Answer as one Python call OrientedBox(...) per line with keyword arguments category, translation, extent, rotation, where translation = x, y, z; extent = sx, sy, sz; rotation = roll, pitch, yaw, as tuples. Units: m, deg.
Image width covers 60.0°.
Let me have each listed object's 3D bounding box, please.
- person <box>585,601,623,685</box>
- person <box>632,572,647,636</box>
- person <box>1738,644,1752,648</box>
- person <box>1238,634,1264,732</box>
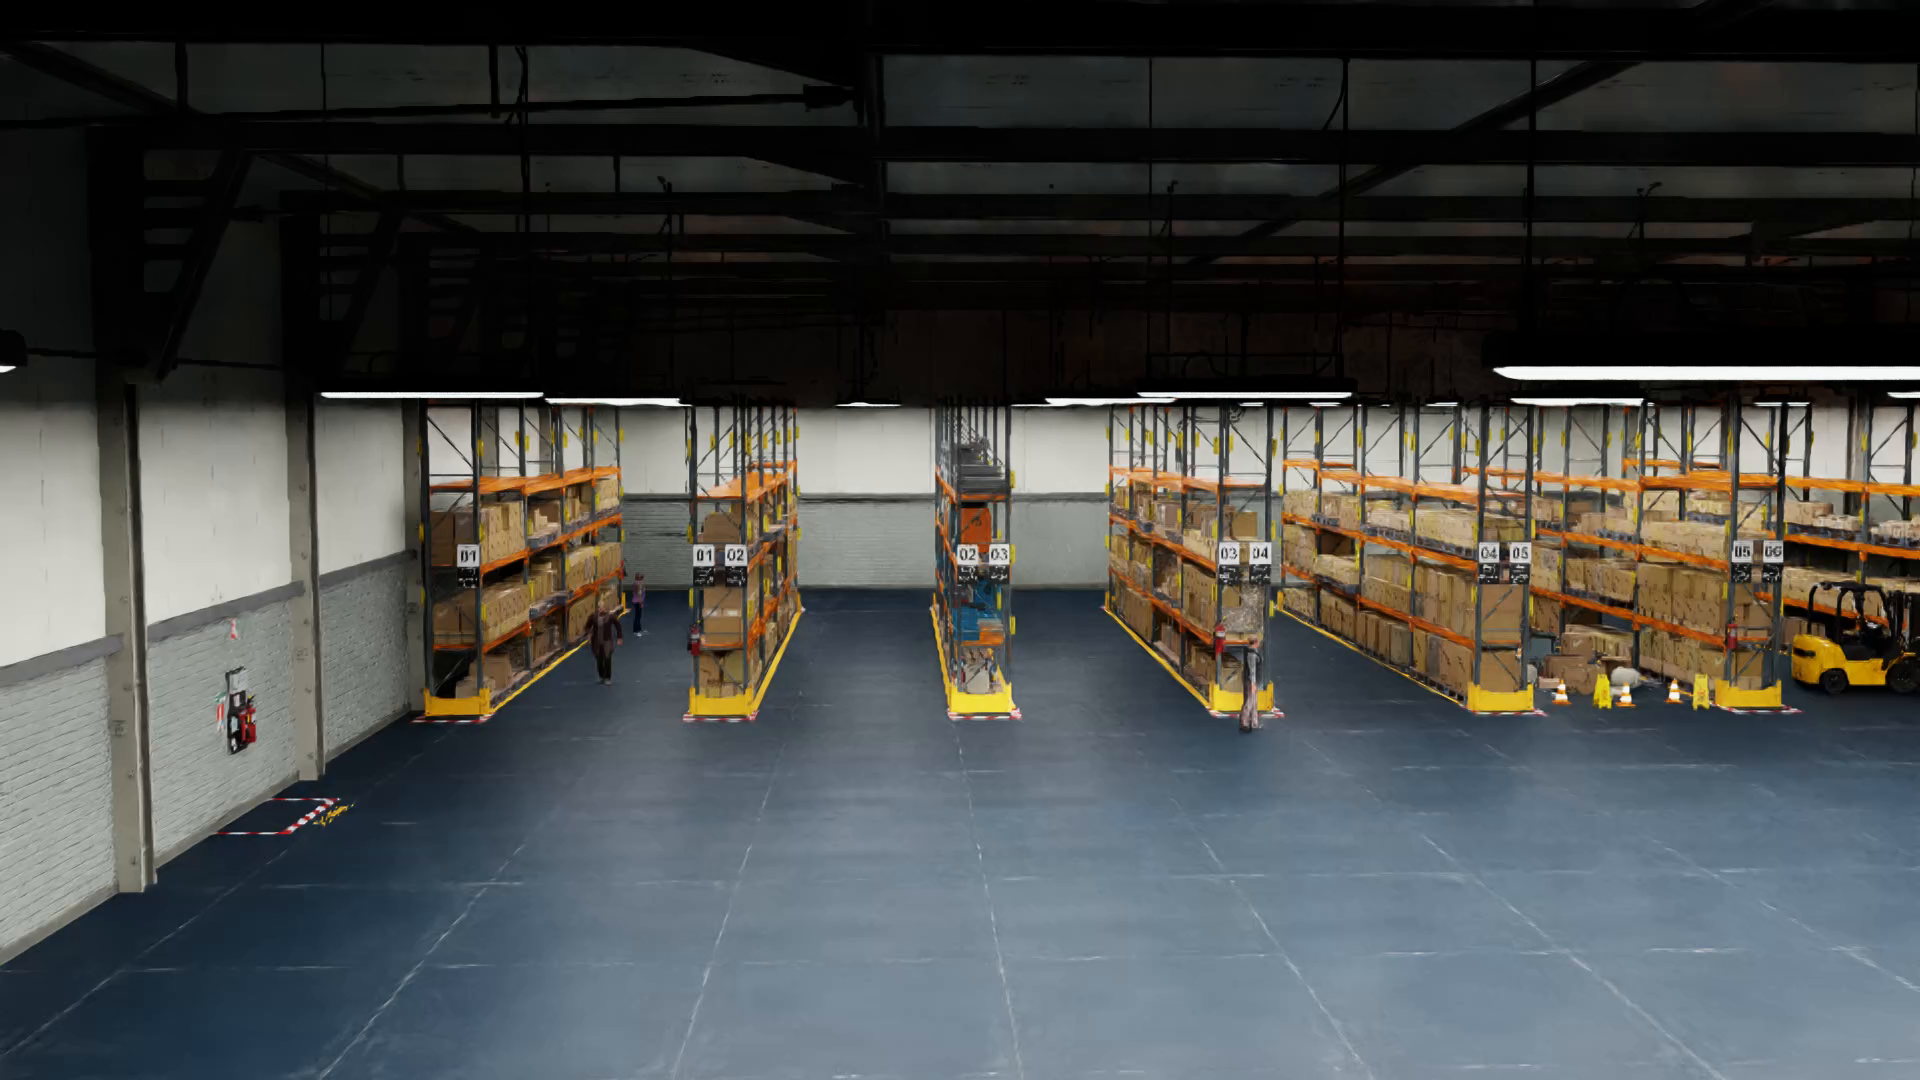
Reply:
OrientedBox(category="person", translation=(-7.446, 2.133, 34.700), extent=(0.748, 1.728, 0.741), rotation=(0, 4, 2))
OrientedBox(category="person", translation=(-8.091, 1.602, 42.034), extent=(0.423, 1.599, 0.497), rotation=(-2, 5, -23))
OrientedBox(category="person", translation=(16.762, 2.026, 35.595), extent=(0.497, 1.765, 0.625), rotation=(2, 5, 29))
OrientedBox(category="person", translation=(5.203, 2.529, 29.594), extent=(0.494, 1.721, 0.623), rotation=(0, 5, 5))
